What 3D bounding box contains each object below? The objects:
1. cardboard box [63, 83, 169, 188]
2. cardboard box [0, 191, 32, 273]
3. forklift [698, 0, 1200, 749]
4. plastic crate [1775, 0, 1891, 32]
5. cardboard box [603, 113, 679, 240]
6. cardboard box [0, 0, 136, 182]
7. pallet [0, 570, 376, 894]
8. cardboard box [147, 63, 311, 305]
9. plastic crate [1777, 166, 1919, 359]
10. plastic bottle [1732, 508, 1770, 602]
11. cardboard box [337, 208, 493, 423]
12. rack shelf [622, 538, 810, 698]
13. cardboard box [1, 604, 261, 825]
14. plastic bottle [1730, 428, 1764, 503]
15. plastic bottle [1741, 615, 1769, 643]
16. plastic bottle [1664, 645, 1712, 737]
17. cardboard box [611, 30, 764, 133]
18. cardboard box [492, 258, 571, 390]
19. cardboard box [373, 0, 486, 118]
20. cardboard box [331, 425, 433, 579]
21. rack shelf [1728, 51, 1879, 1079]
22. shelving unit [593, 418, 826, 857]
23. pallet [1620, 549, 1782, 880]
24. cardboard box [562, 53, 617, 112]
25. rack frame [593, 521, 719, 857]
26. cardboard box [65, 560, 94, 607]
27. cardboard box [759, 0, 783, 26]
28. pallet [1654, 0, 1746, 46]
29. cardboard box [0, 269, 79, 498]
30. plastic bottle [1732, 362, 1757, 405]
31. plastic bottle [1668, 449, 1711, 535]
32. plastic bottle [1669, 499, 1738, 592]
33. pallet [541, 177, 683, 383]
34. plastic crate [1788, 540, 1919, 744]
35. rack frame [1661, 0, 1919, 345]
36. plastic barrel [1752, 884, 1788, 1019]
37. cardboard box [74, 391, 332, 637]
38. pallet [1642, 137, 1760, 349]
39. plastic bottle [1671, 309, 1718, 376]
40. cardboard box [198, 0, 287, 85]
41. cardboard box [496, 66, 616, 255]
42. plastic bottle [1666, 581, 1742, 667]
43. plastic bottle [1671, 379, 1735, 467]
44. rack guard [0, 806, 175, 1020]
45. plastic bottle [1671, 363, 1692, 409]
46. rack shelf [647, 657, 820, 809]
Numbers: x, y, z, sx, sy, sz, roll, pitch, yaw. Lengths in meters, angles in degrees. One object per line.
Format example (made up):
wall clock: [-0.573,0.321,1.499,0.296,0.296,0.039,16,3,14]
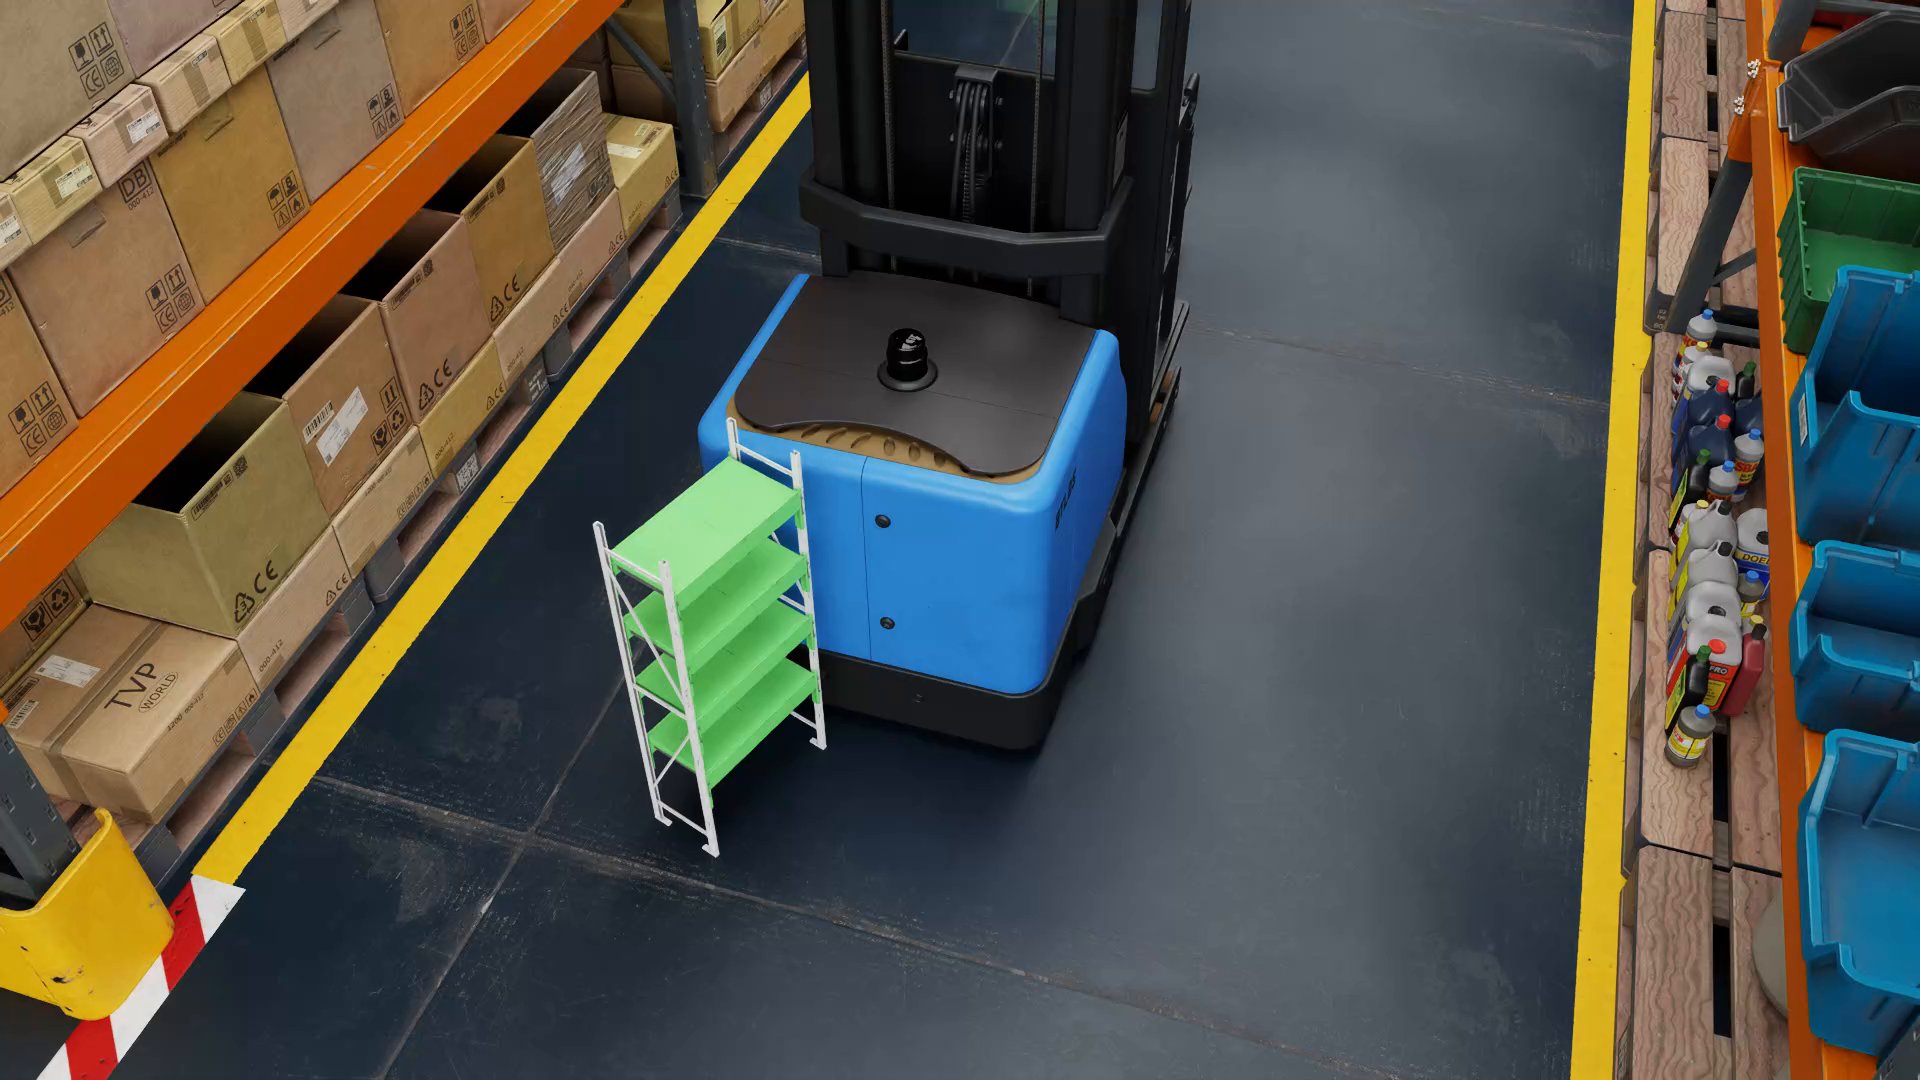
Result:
cardboard box: [-2.217,-1.025,4.118,0.380,0.149,0.250,12,46,12]
cardboard box: [-2.372,-0.692,3.777,0.380,0.149,0.250,11,46,11]
forklift: [0.190,-1.468,5.154,1.130,2.935,3.031,12,46,12]
plastic crate: [3.012,-2.057,5.661,0.402,0.464,0.583,13,46,13]
cardboard box: [-1.494,-1.510,6.814,0.500,0.250,0.500,13,46,13]
cardboard box: [-2.450,-1.226,3.860,0.700,0.500,0.500,11,46,11]
pallet: [-2.582,0.446,5.143,1.003,0.211,1.213,13,46,13]
cardboard box: [-2.310,-1.057,4.614,0.700,0.500,0.500,13,46,13]
plastic crate: [2.477,-0.725,4.498,0.450,0.188,0.662,13,46,13]
plastic bottle: [2.480,0.044,5.193,0.152,0.276,0.135,13,46,13]
cardboard box: [-1.942,-0.777,5.528,0.500,0.500,0.500,13,46,13]
rack shelf: [-0.655,0.172,4.464,0.258,0.148,0.480,27,50,25]
cardboard box: [-2.399,0.491,4.770,0.500,0.250,0.500,13,46,13]
plastic bottle: [2.589,-0.256,5.503,0.097,0.271,0.097,0,44,0]
plastic bottle: [2.353,0.305,4.980,0.097,0.201,0.097,0,44,0]
plastic bottle: [2.102,0.435,4.789,0.061,0.283,0.133,14,46,13]
cardboard box: [-1.204,-2.082,7.398,0.500,0.250,0.500,12,46,12]
cardboard box: [-1.793,-0.842,6.132,0.500,0.250,0.500,13,46,13]
cardboard box: [-2.000,-1.750,5.322,0.700,0.500,0.500,13,46,13]
cardboard box: [-2.099,-0.177,5.451,0.500,0.250,0.500,13,46,13]
rack shelf: [2.552,-0.056,4.177,1.077,0.370,4.000,13,46,13]
shelving unit: [-0.655,0.298,4.587,0.258,1.200,0.503,27,50,25]
pallet: [2.547,0.605,4.981,1.003,0.211,1.213,13,46,13]
cardboard box: [-1.713,-2.203,7.522,0.500,0.250,0.500,12,46,12]
rack frame: [-0.799,0.436,4.446,0.240,1.200,0.015,27,50,25]
cardboard box: [-2.753,0.045,5.225,0.500,0.250,0.500,13,46,13]
cardboard box: [-1.043,-2.621,7.548,0.500,0.311,0.500,12,46,12]
pallet: [4.097,-2.808,8.468,1.003,0.211,1.213,13,46,13]
cardboard box: [-2.620,-0.376,3.918,0.700,0.500,0.500,13,46,13]
plastic bottle: [2.673,-0.470,5.713,0.061,0.283,0.133,13,46,13]
plastic bottle: [2.371,-0.155,5.392,0.061,0.283,0.133,14,46,14]
plastic bottle: [2.332,0.003,5.182,0.144,0.351,0.185,12,46,12]
pallet: [-1.843,-1.180,6.805,1.003,0.211,1.213,13,46,13]
plastic crate: [2.015,0.245,3.462,0.499,0.251,0.408,13,46,13]
rack frame: [3.157,-1.646,5.288,1.000,3.000,0.127,13,46,13]
plastic barrel: [2.224,0.970,4.092,0.421,0.512,0.421,0,44,0]
cardboard box: [-2.250,-0.111,4.848,0.500,0.500,0.500,13,46,13]
pallet: [3.358,-1.181,6.806,1.003,0.211,1.213,13,46,13]
plastic bottle: [2.643,-0.709,5.966,0.097,0.271,0.097,0,44,0]
cardboard box: [-2.061,-1.374,4.474,0.380,0.149,0.250,12,46,12]
cardboard box: [-1.657,-1.447,6.214,0.500,0.500,0.500,13,46,13]
plastic bottle: [2.229,0.265,4.968,0.152,0.276,0.135,11,46,11]
plastic bottle: [2.517,-0.407,5.600,0.144,0.351,0.185,14,46,14]
rack guard: [-2.781,0.878,4.495,1.175,0.500,0.348,13,46,13]
plastic bottle: [2.581,-0.548,5.852,0.097,0.201,0.097,0,44,0]
rack shelf: [-0.655,0.515,4.800,0.258,0.148,0.480,27,50,25]
